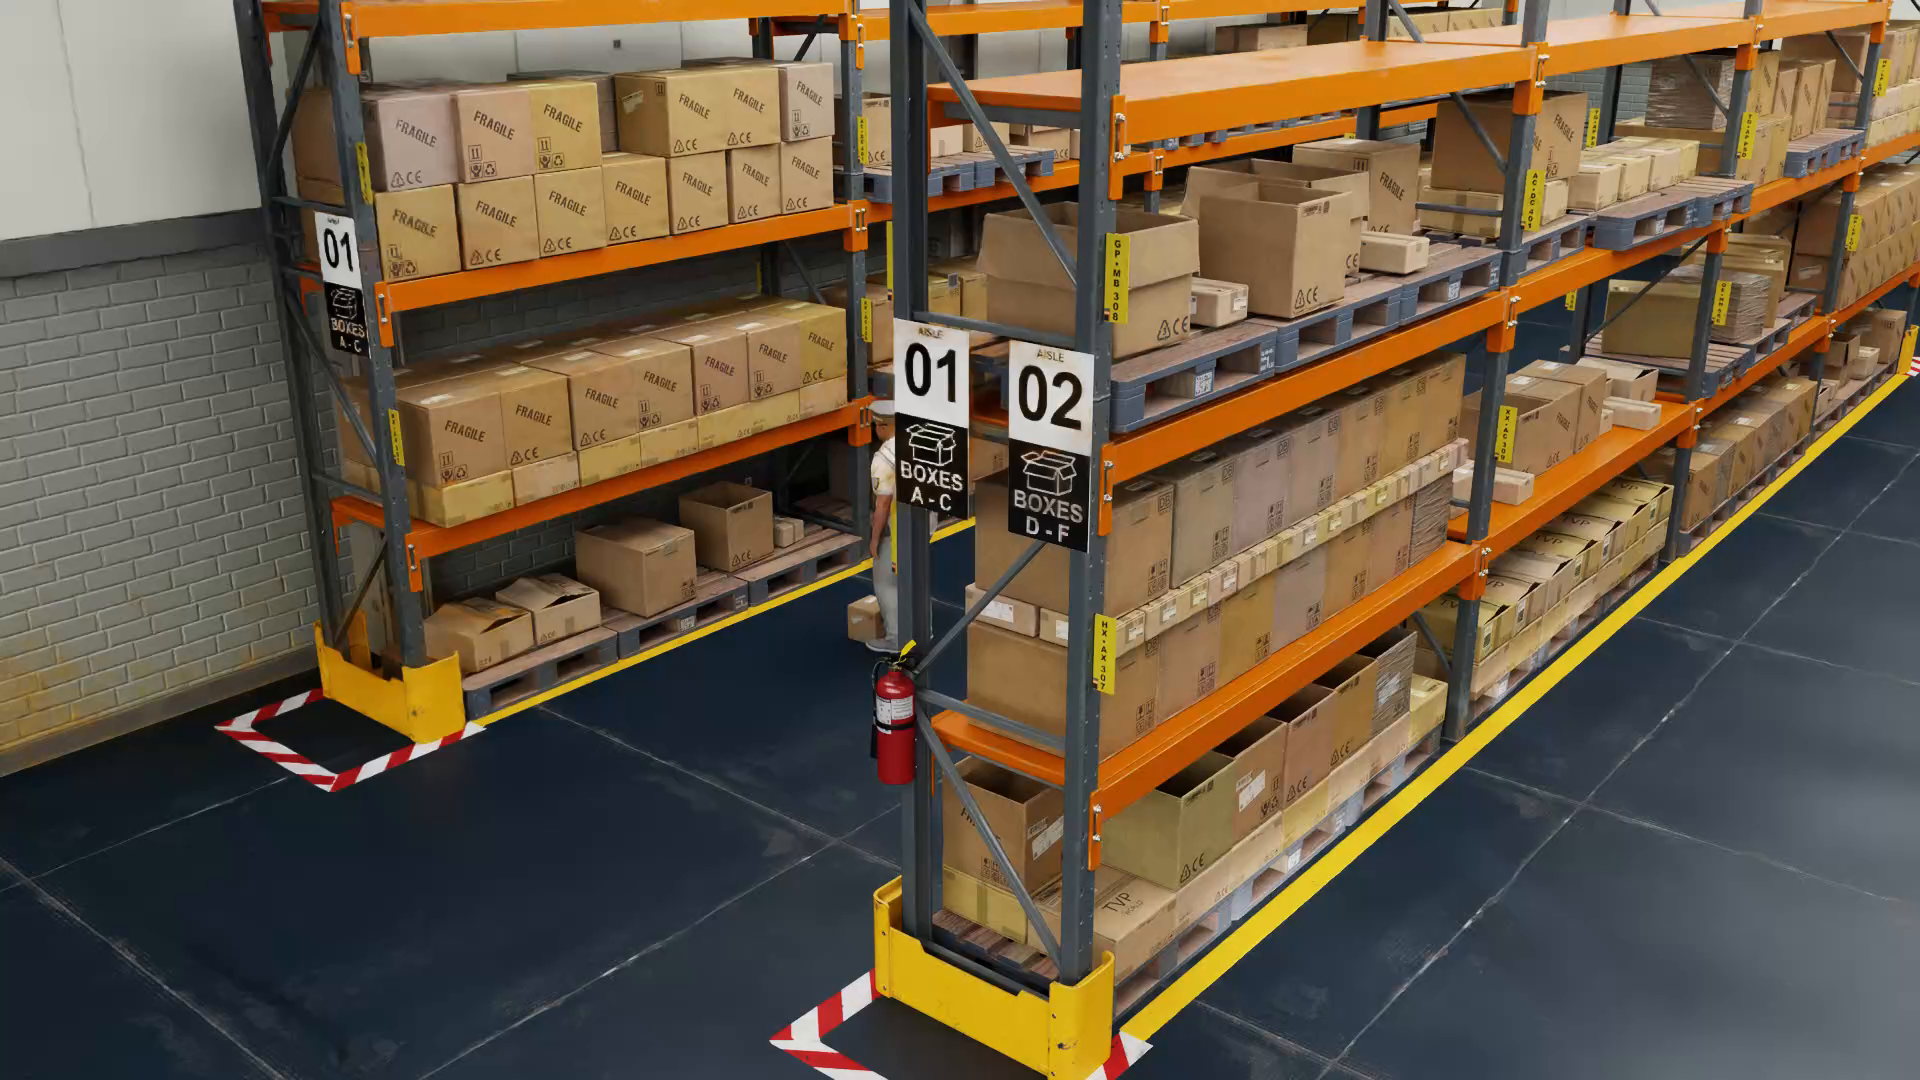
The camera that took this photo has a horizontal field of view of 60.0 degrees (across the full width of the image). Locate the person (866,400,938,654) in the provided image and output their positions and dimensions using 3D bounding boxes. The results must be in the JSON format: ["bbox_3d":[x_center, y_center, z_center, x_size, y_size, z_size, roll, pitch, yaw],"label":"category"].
[{"bbox_3d":[-0.392,-0.081,11.288,0.437,1.745,0.597,14,24,34],"label":"person"}]
